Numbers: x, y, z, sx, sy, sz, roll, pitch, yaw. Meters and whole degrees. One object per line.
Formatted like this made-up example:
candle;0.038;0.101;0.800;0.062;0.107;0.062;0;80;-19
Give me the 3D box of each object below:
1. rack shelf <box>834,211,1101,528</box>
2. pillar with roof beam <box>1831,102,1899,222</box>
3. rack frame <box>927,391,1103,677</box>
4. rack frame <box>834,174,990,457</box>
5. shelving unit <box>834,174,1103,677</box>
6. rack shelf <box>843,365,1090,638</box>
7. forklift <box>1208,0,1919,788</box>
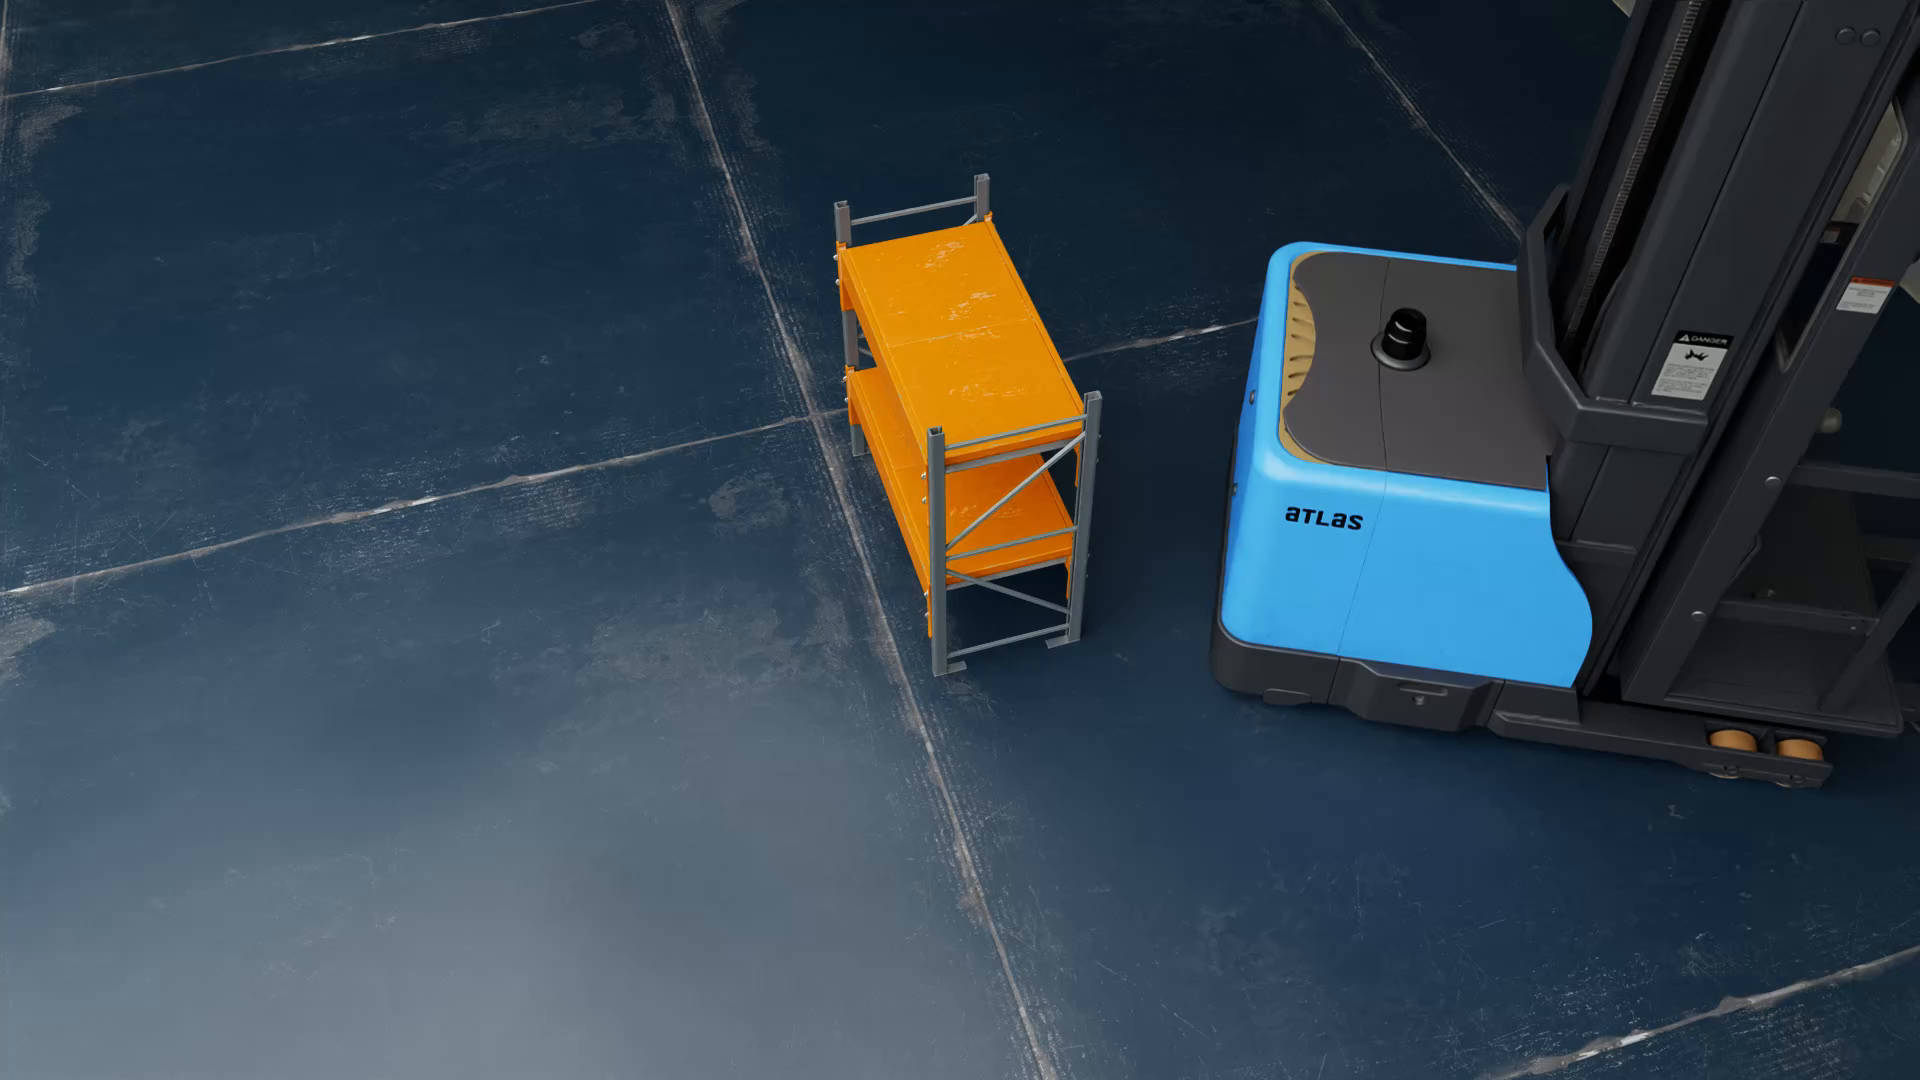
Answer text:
rack shelf;0.002;-0.546;5.092;0.538;0.278;1.000;-13;51;-11
pillar with roof beam;-0.659;-3.327;2.669;9.100;9.000;0.400;-13;51;-11
rack frame;0.152;0.014;5.003;0.500;1.125;0.032;-13;51;-11
rack frame;-0.148;-0.729;5.629;0.500;1.125;0.032;-13;51;-11
shelving unit;0.002;-0.358;5.316;0.538;1.125;1.048;-13;51;-11
rack shelf;0.002;-0.200;5.503;0.538;0.278;1.000;-13;51;-11
forklift;2.361;-0.626;4.361;3.031;2.935;1.130;8;50;6
